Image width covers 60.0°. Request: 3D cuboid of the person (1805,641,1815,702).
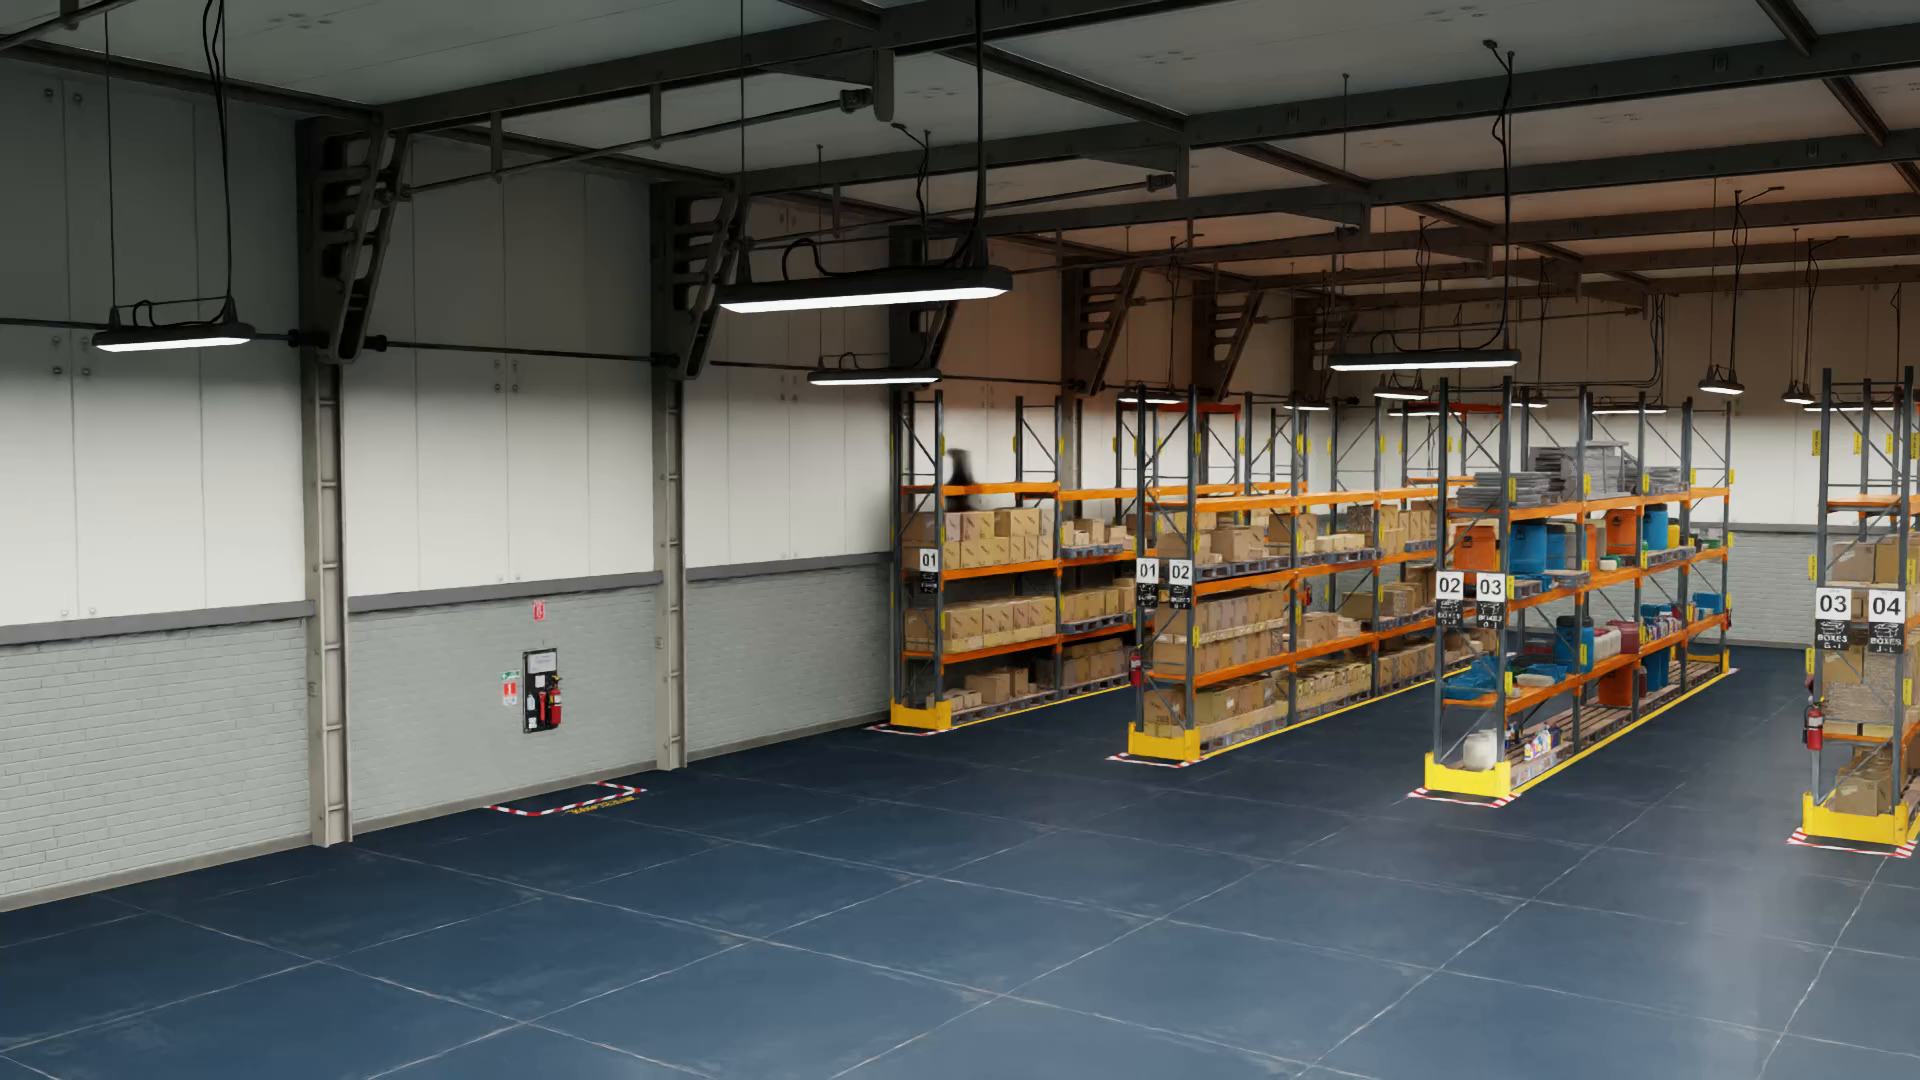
[{"bbox_3d":[16.408,2.410,31.601,0.594,1.617,0.693,-3,4,-40],"label":"person"}]
